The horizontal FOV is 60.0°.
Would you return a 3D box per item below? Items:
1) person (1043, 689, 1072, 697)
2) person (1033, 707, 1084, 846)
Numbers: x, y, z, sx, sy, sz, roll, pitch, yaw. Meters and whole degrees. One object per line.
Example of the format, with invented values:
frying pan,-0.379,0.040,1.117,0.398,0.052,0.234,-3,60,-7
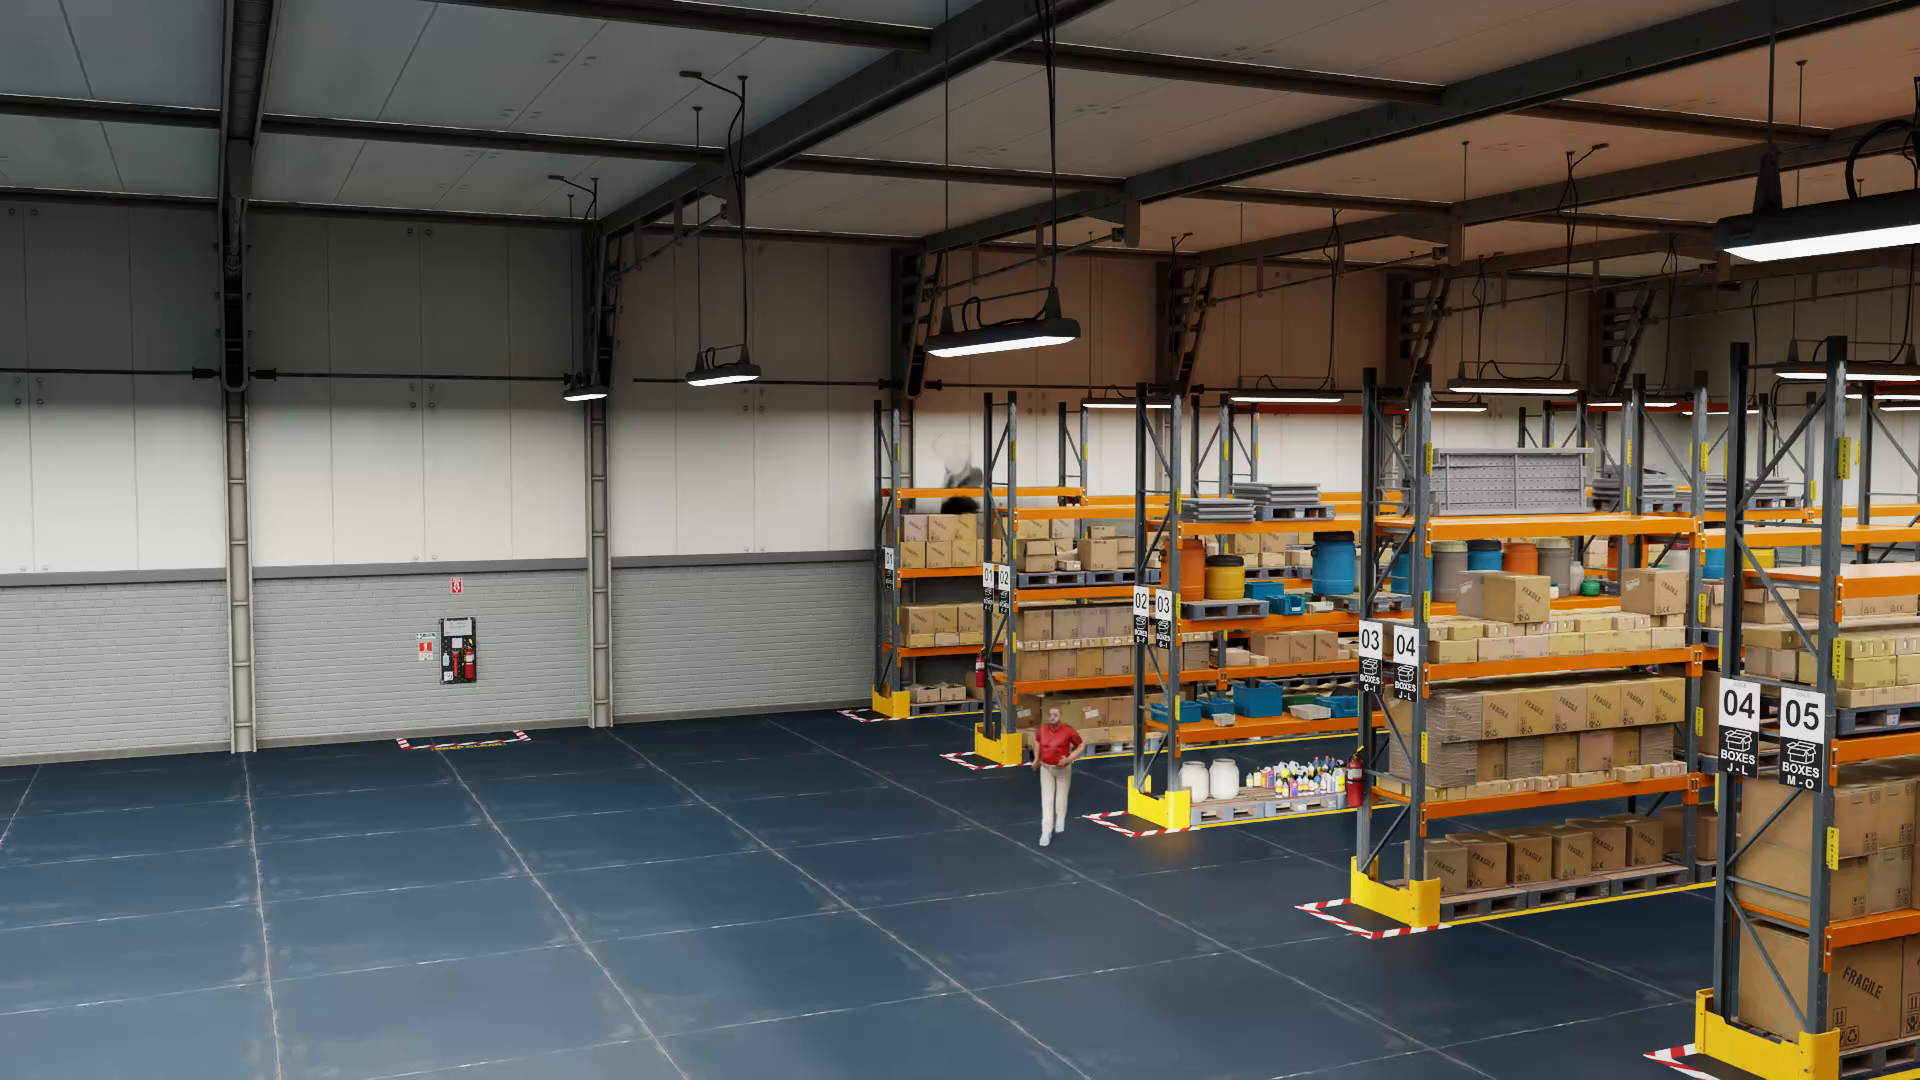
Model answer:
person,1.793,2.549,29.514,0.904,1.837,0.677,-2,4,-28
person,1.273,3.016,21.580,0.680,1.732,0.950,1,3,14
